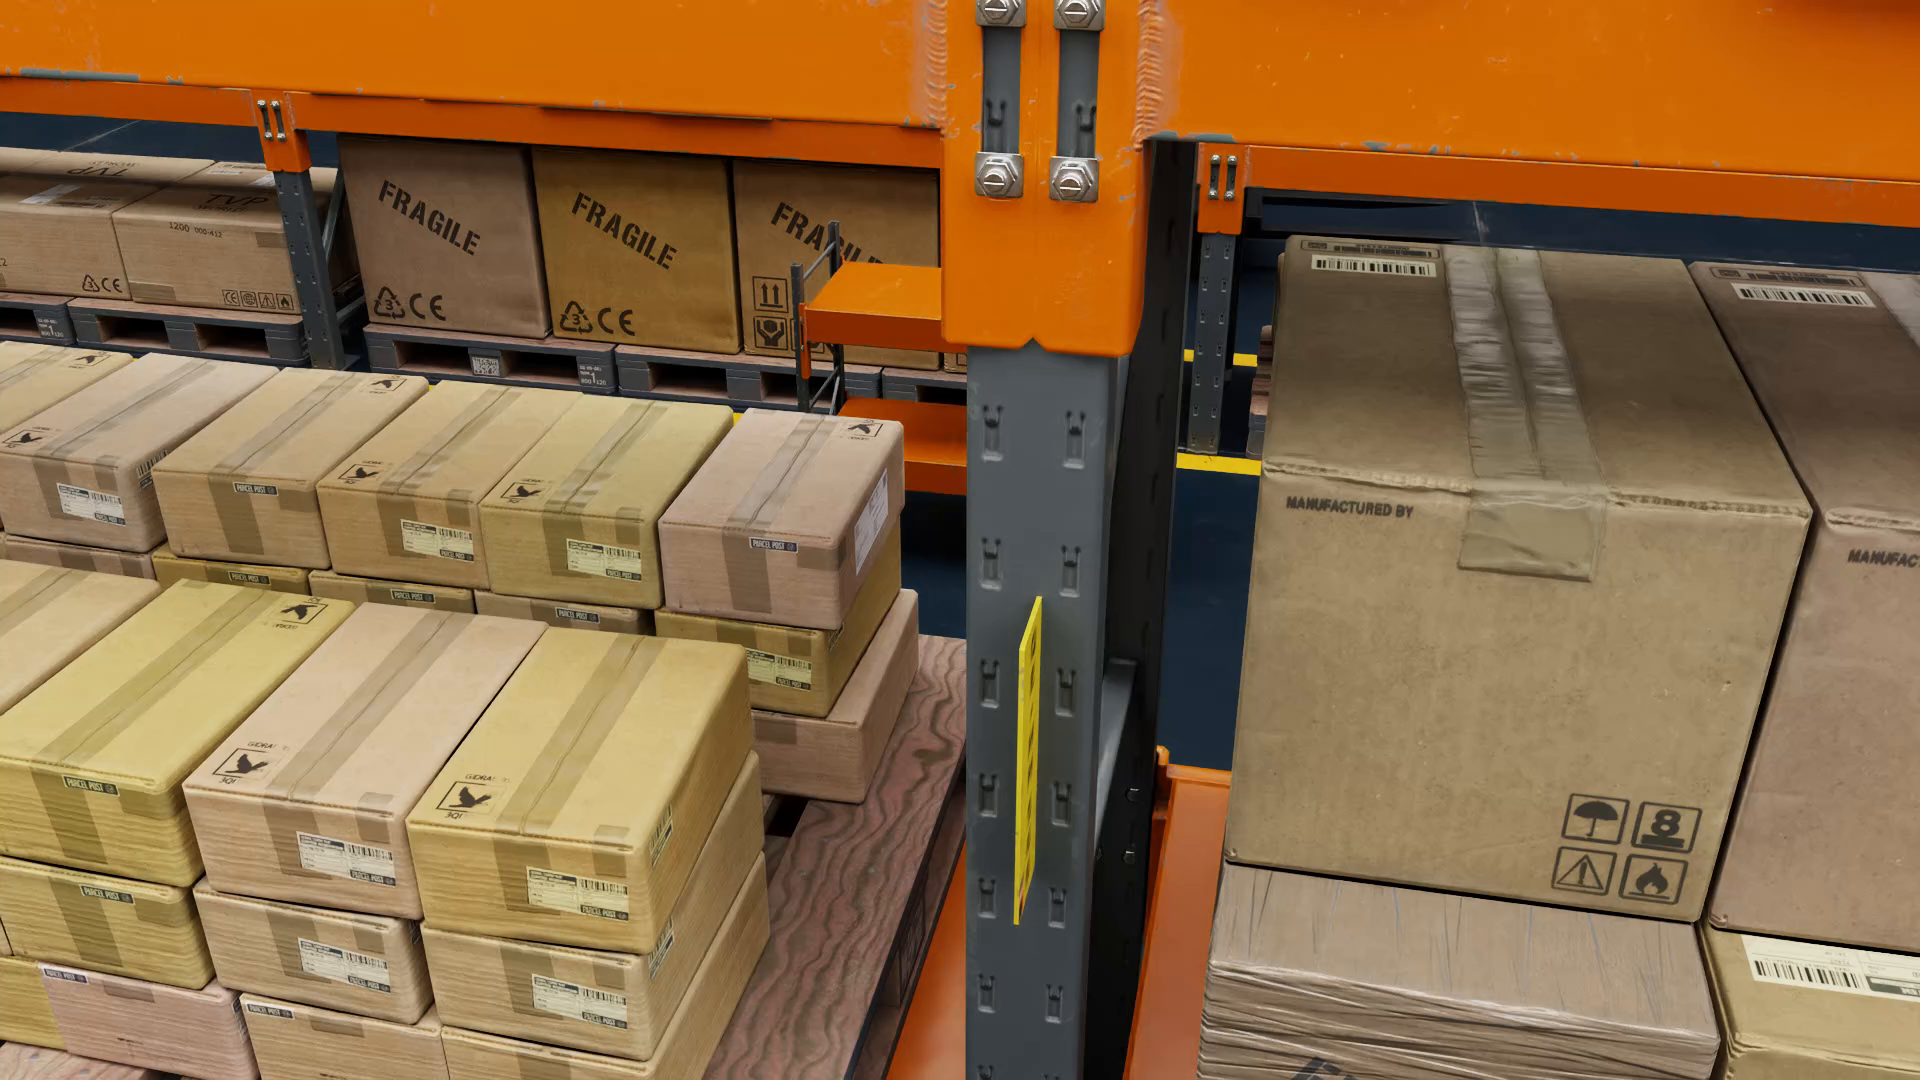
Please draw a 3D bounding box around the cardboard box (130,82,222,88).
[{"bbox_3d":[-3.314,-2.273,7.174,0.500,0.500,0.500,6,29,11],"label":"cardboard box"}]

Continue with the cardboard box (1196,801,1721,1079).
[{"bbox_3d":[0.553,0.561,1.997,0.500,0.500,0.500,6,29,11],"label":"cardboard box"}]

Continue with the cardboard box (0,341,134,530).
[{"bbox_3d":[-1.527,-0.170,2.641,0.250,0.149,0.380,7,29,12],"label":"cardboard box"}]

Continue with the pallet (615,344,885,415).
[{"bbox_3d":[-0.840,-0.916,7.703,1.213,0.211,1.003,6,29,11],"label":"pallet"}]

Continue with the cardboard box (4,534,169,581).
[{"bbox_3d":[-1.278,-0.016,2.670,0.250,0.149,0.380,6,29,11],"label":"cardboard box"}]

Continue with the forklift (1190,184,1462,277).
[{"bbox_3d":[1.162,-2.922,8.534,3.031,2.935,1.130,4,29,7],"label":"forklift"}]

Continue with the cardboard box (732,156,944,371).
[{"bbox_3d":[-0.425,-1.353,7.373,0.875,0.875,0.875,6,29,11],"label":"cardboard box"}]

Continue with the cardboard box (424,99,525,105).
[{"bbox_3d":[-1.925,-2.017,6.967,0.500,0.250,0.500,5,29,9],"label":"cardboard box"}]

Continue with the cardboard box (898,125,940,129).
[{"bbox_3d":[0.053,-1.808,6.585,0.500,0.250,0.500,6,29,11],"label":"cardboard box"}]

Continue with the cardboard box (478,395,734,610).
[{"bbox_3d":[-0.505,-0.064,2.449,0.250,0.149,0.380,5,29,9],"label":"cardboard box"}]

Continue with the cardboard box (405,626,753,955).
[{"bbox_3d":[-0.405,0.265,1.848,0.250,0.149,0.380,5,29,9],"label":"cardboard box"}]

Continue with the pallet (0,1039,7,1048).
[{"bbox_3d":[-1.774,0.338,2.708,1.213,0.211,1.003,6,29,11],"label":"pallet"}]

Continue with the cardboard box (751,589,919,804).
[{"bbox_3d":[-0.225,0.220,2.549,0.250,0.149,0.380,5,29,10],"label":"cardboard box"}]

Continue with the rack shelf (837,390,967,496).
[{"bbox_3d":[-0.007,-0.280,6.099,1.000,0.278,0.538,6,29,11],"label":"rack shelf"}]

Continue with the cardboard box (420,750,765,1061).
[{"bbox_3d":[-0.408,0.393,1.922,0.250,0.149,0.380,6,29,12],"label":"cardboard box"}]

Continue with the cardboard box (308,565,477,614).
[{"bbox_3d":[-0.788,0.035,2.577,0.250,0.149,0.380,5,29,9],"label":"cardboard box"}]

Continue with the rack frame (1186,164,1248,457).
[{"bbox_3d":[1.105,-1.901,6.599,0.127,3.000,1.000,6,29,11],"label":"rack frame"}]

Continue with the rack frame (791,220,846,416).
[{"bbox_3d":[-0.504,-0.545,6.074,0.032,1.125,0.500,6,29,11],"label":"rack frame"}]

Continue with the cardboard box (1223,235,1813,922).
[{"bbox_3d":[0.607,0.001,1.980,0.500,0.500,0.700,6,29,10],"label":"cardboard box"}]

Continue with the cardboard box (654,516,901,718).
[{"bbox_3d":[-0.261,0.086,2.483,0.250,0.149,0.380,7,30,13],"label":"cardboard box"}]

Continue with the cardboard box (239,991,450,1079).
[{"bbox_3d":[-0.651,0.500,2.037,0.250,0.149,0.380,6,29,10],"label":"cardboard box"}]

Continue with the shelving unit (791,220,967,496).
[{"bbox_3d":[-0.007,-0.494,5.981,1.048,1.125,0.538,6,29,11],"label":"shelving unit"}]

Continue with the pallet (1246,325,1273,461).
[{"bbox_3d":[1.869,-0.599,7.124,1.213,0.211,1.003,6,29,11],"label":"pallet"}]

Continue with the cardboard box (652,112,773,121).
[{"bbox_3d":[-0.941,-1.904,6.760,0.500,0.250,0.500,5,29,10],"label":"cardboard box"}]

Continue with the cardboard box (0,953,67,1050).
[{"bbox_3d":[-1.146,0.448,2.133,0.250,0.149,0.380,5,29,10],"label":"cardboard box"}]

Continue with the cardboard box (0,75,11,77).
[{"bbox_3d":[-4.313,-2.365,7.343,0.500,0.500,0.500,5,29,10],"label":"cardboard box"}]

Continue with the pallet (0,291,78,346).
[{"bbox_3d":[-4.731,-1.314,8.430,1.213,0.211,1.003,6,29,11],"label":"pallet"}]

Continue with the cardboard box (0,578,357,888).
[{"bbox_3d":[-0.906,0.212,1.944,0.250,0.149,0.380,7,29,12],"label":"cardboard box"}]

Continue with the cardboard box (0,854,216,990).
[{"bbox_3d":[-0.927,0.342,2.016,0.250,0.149,0.380,7,29,12],"label":"cardboard box"}]

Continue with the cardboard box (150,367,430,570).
[{"bbox_3d":[-1.003,-0.118,2.547,0.250,0.149,0.380,5,29,8],"label":"cardboard box"}]

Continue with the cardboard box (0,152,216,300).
[{"bbox_3d":[-4.274,-1.566,8.217,0.875,0.438,0.875,5,29,9],"label":"cardboard box"}]

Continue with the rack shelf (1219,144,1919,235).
[{"bbox_3d":[3.061,-1.385,6.406,4.000,0.370,1.077,6,29,11],"label":"rack shelf"}]

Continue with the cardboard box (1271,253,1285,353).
[{"bbox_3d":[1.655,-0.871,7.017,0.625,0.372,0.950,4,29,7],"label":"cardboard box"}]

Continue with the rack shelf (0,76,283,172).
[{"bbox_3d":[-4.763,-2.187,7.871,4.000,0.370,1.077,6,29,11],"label":"rack shelf"}]

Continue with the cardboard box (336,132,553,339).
[{"bbox_3d":[-2.184,-1.530,7.696,0.875,0.875,0.875,7,29,12],"label":"cardboard box"}]

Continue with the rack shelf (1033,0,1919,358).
[{"bbox_3d":[2.126,-0.366,1.421,4.000,0.370,1.077,6,29,11],"label":"rack shelf"}]

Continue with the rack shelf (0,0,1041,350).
[{"bbox_3d":[-1.786,-0.767,2.153,4.000,0.370,1.077,6,29,11],"label":"rack shelf"}]
